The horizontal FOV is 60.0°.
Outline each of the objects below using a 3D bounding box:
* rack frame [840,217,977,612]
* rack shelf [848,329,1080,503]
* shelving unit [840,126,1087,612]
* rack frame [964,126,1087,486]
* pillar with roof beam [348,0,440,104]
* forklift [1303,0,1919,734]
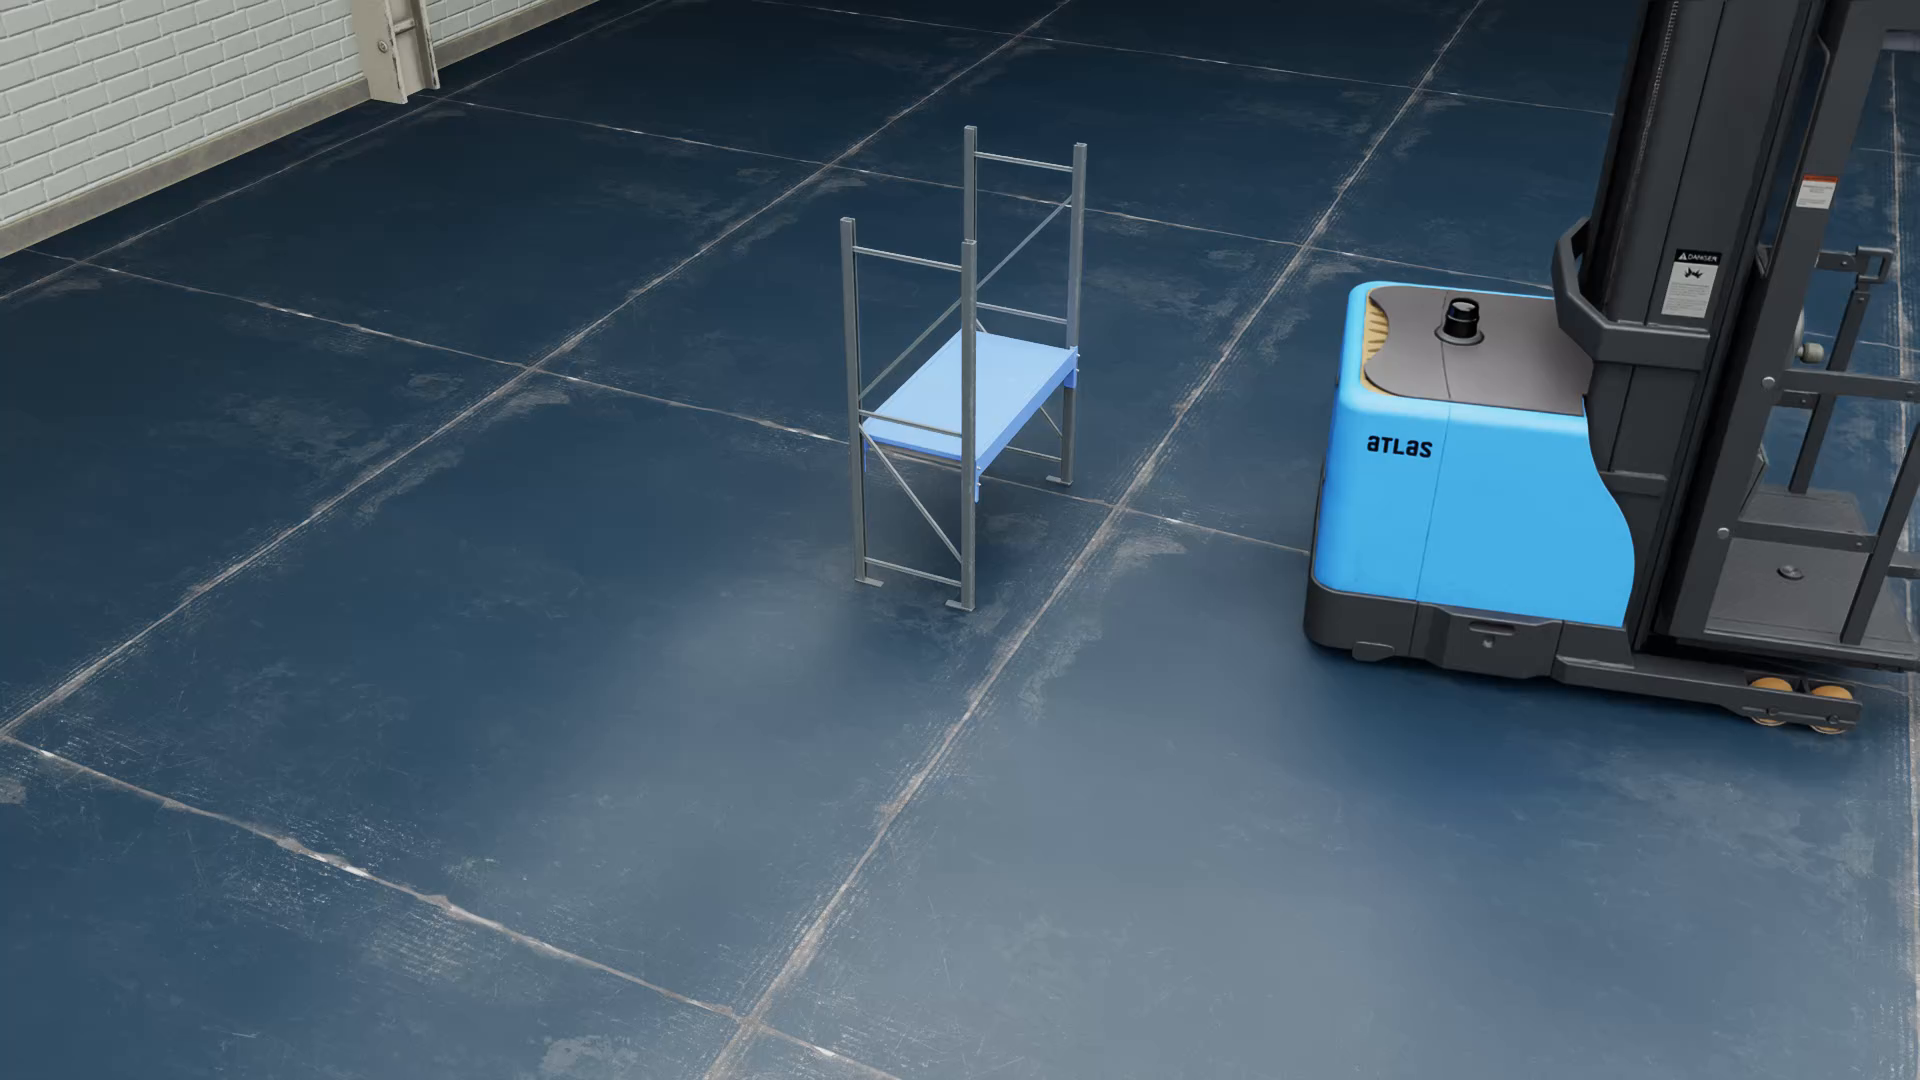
[{"bbox_3d":[-0.177,-0.416,6.017,0.500,1.500,0.032,14,36,20],"label":"rack frame"},{"bbox_3d":[0.036,-0.519,6.502,0.538,0.185,1.000,14,36,20],"label":"rack shelf"},{"bbox_3d":[0.036,-0.670,6.404,0.538,1.500,1.048,14,36,20],"label":"shelving unit"},{"bbox_3d":[0.248,-0.923,6.790,0.500,1.500,0.032,14,36,20],"label":"rack frame"},{"bbox_3d":[0.085,-5.856,7.474,9.100,9.000,0.400,14,36,20],"label":"pillar with roof beam"},{"bbox_3d":[2.836,-0.879,5.418,3.031,2.935,1.130,7,34,11],"label":"forklift"}]
